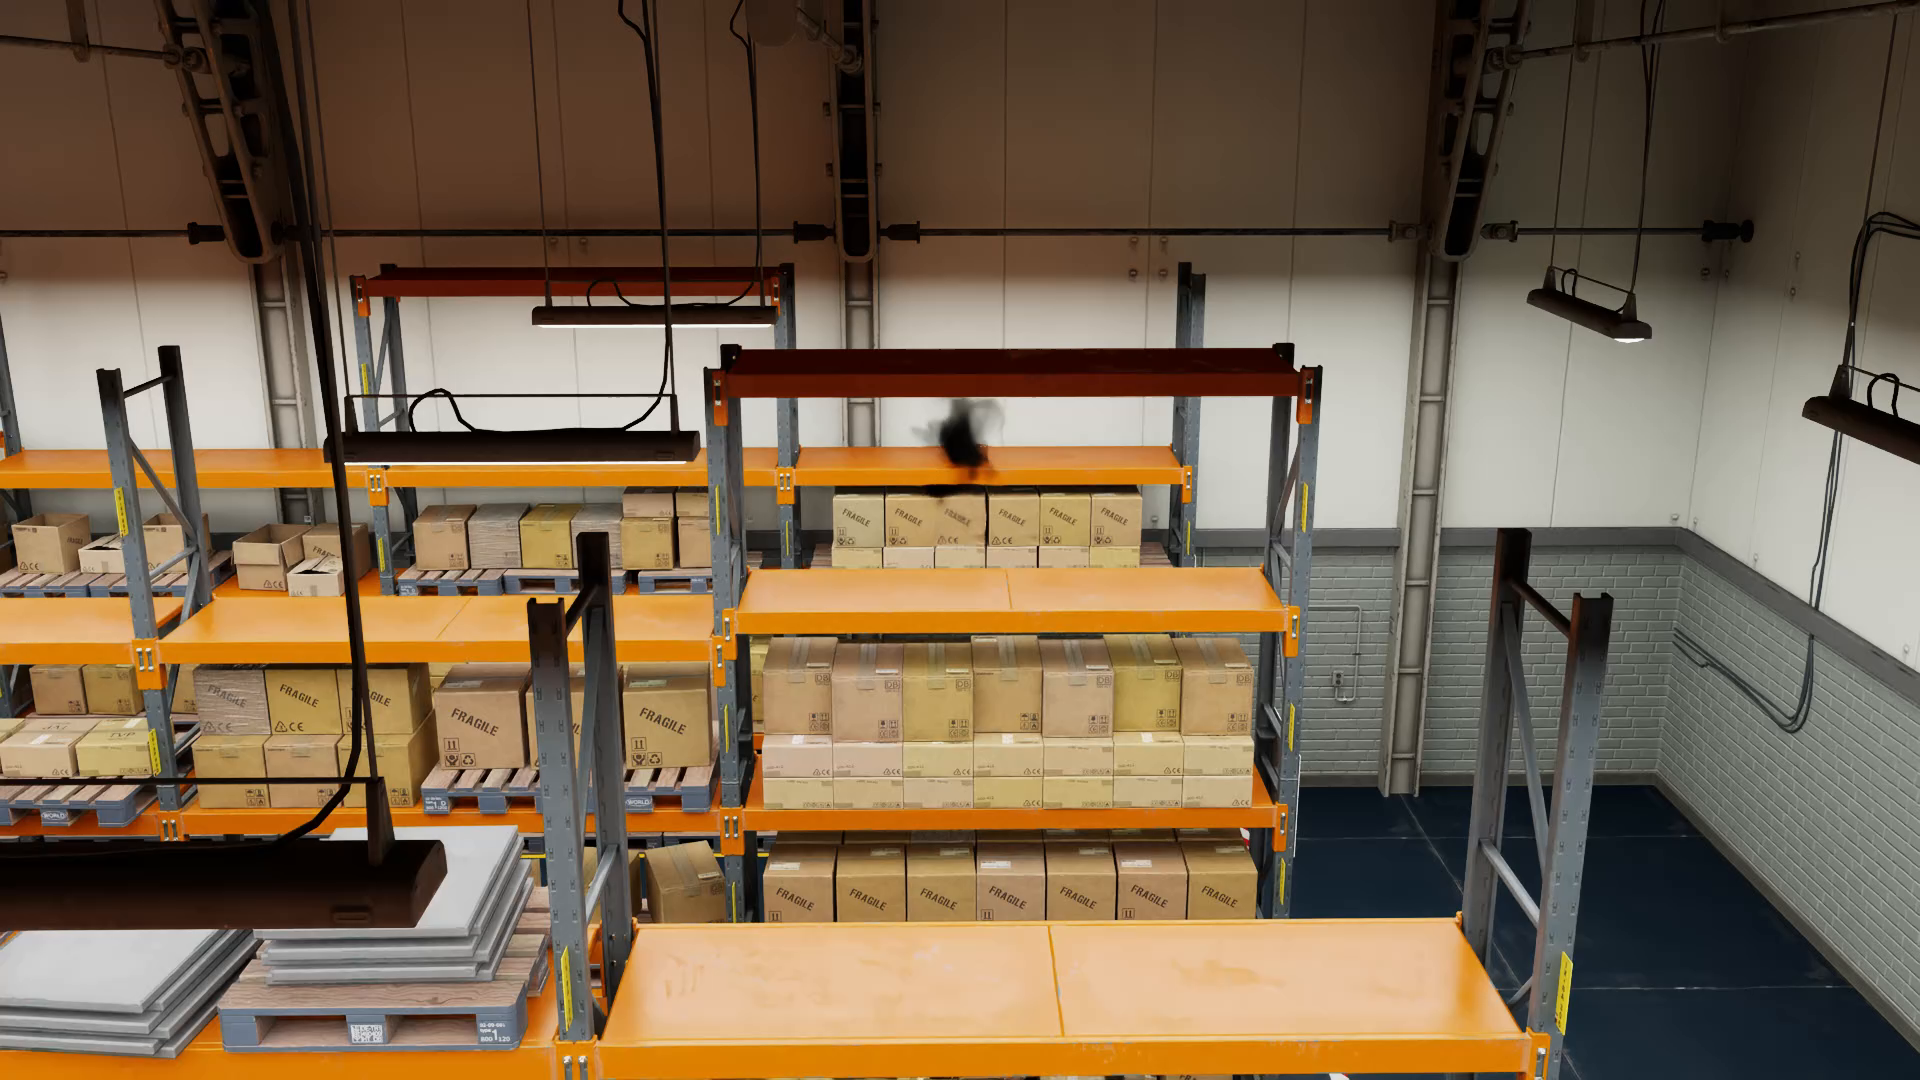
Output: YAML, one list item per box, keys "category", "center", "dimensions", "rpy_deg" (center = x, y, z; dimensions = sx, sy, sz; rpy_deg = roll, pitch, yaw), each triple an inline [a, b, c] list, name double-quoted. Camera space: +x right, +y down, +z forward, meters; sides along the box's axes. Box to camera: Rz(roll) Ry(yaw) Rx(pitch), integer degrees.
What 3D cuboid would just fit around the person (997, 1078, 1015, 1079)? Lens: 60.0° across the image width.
- category: "person"
  center: [0.328, 4.273, 11.043]
  dimensions: [0.843, 1.592, 0.545]
  rpy_deg: [-3, 16, -11]
